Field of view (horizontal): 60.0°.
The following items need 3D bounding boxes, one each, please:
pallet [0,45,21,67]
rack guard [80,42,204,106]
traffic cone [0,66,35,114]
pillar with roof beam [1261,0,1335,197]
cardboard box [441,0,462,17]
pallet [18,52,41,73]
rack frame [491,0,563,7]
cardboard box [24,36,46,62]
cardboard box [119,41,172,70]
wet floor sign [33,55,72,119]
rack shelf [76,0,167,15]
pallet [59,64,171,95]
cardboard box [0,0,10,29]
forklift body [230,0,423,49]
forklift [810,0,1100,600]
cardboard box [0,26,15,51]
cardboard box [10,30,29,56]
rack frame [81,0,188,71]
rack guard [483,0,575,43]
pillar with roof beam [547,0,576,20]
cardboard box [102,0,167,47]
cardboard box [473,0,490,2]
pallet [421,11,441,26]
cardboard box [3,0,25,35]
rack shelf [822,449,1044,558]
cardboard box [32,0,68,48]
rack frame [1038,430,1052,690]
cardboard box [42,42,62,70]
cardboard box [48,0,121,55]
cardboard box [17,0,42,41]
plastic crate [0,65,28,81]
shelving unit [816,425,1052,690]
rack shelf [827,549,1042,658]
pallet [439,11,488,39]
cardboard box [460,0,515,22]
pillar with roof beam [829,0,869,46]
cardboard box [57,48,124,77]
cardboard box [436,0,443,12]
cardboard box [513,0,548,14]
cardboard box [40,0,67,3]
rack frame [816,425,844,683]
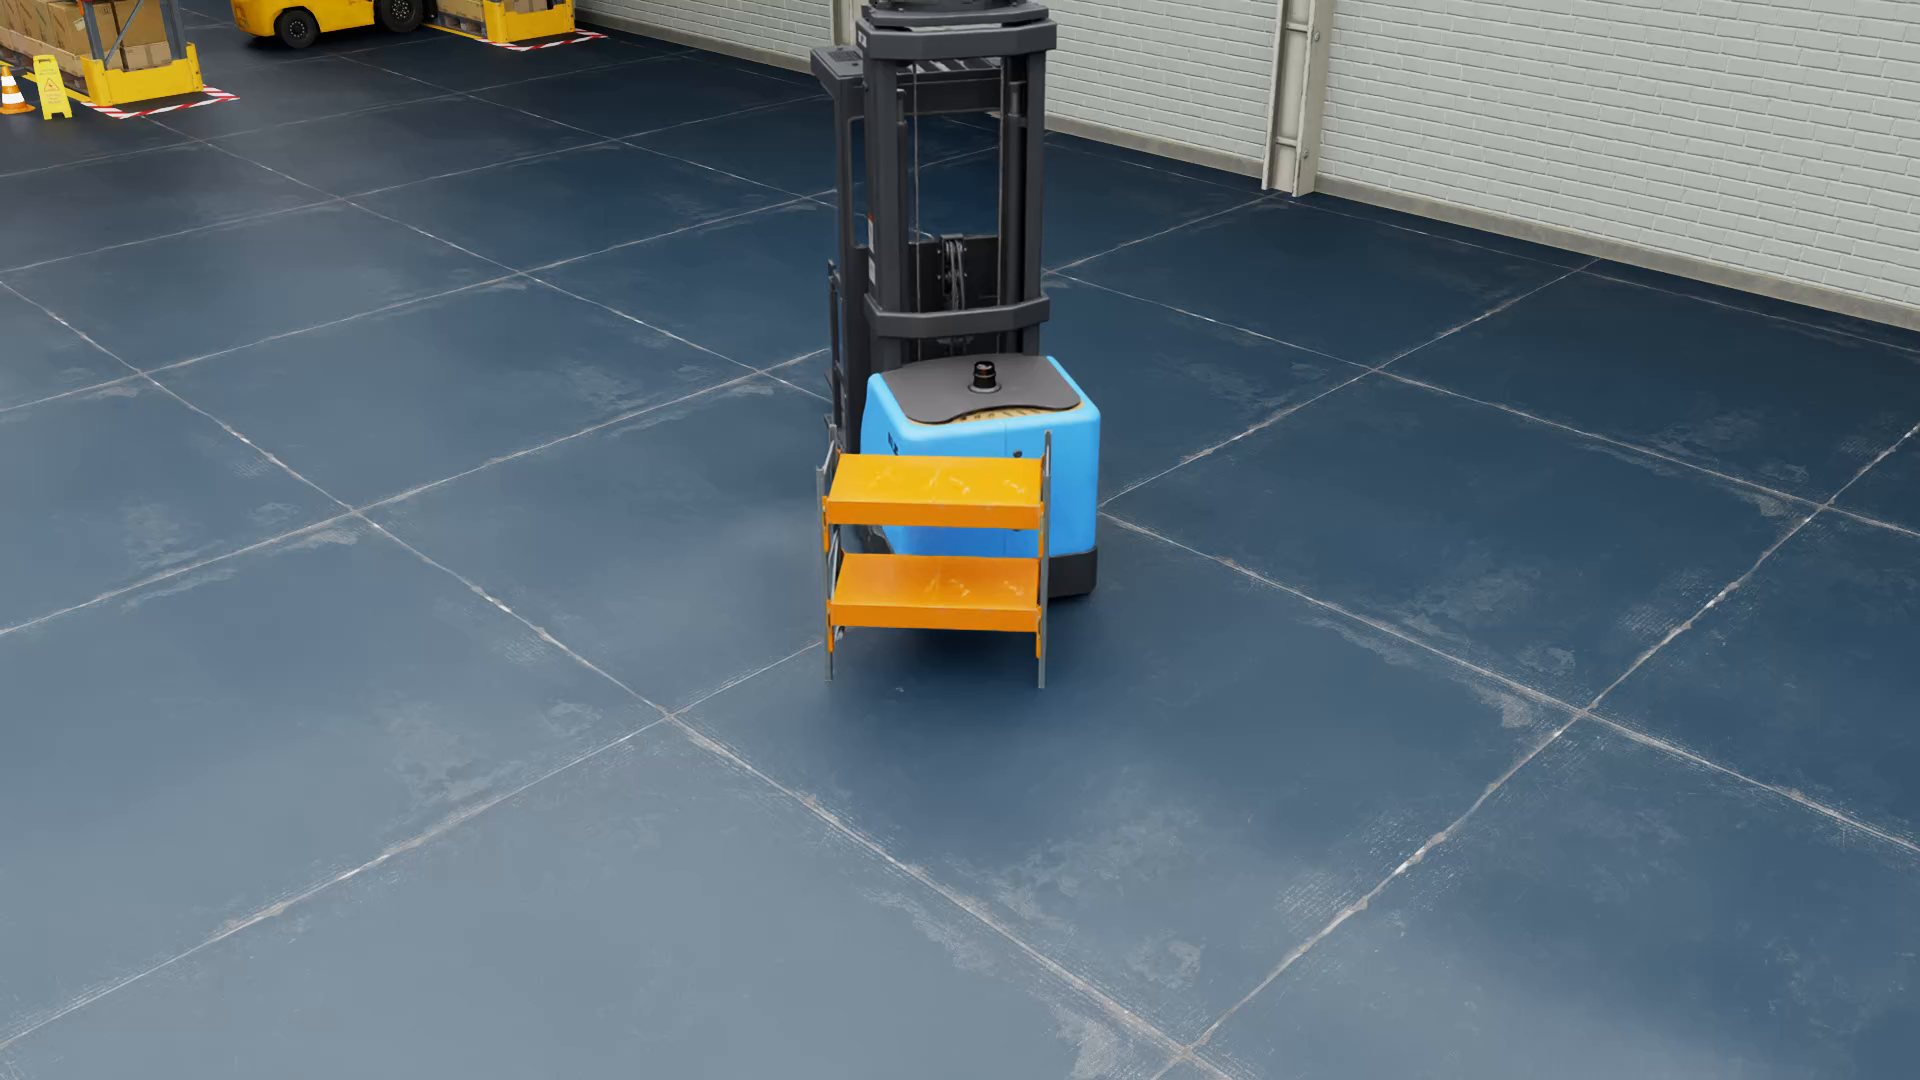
[{"bbox_3d":[-11.470,-6.187,20.790,1.213,0.211,1.003,25,36,38],"label":"pallet"},{"bbox_3d":[-9.176,-5.242,18.682,0.348,0.500,1.175,25,36,38],"label":"rack guard"},{"bbox_3d":[-10.333,-4.913,18.096,0.334,0.463,0.336,25,36,38],"label":"traffic cone"},{"bbox_3d":[0.030,-5.809,10.629,0.400,9.000,9.100,25,36,38],"label":"pillar with roof beam"},{"bbox_3d":[-6.549,-7.155,22.137,0.500,0.250,0.500,25,36,38],"label":"cardboard box"},{"bbox_3d":[-10.596,-5.789,20.032,1.213,0.211,1.003,25,36,38],"label":"pallet"},{"bbox_3d":[-5.644,-7.972,21.188,0.127,3.000,1.000,25,36,38],"label":"rack frame"},{"bbox_3d":[-10.627,-5.807,19.575,0.500,0.250,0.500,23,35,37],"label":"cardboard box"},{"bbox_3d":[-9.503,-5.647,19.270,0.500,0.250,0.500,24,36,38],"label":"cardboard box"},{"bbox_3d":[-9.736,-4.864,17.808,0.267,0.644,0.232,-13,30,-22],"label":"wet floor sign"},{"bbox_3d":[-10.548,-6.658,19.461,4.000,0.370,1.077,25,36,38],"label":"rack shelf"},{"bbox_3d":[-9.730,-5.391,19.276,1.213,0.211,1.003,25,36,38],"label":"pallet"},{"bbox_3d":[-11.352,-6.477,20.041,0.500,0.500,0.500,-24,36,-37],"label":"cardboard box"},{"bbox_3d":[-8.275,-7.610,21.411,1.214,2.155,2.313,25,36,38],"label":"forklift body"},{"bbox_3d":[-0.167,-1.586,9.117,1.130,2.935,3.031,-7,29,-13],"label":"forklift"},{"bbox_3d":[-11.354,-6.145,20.217,0.500,0.250,0.500,-23,35,-36],"label":"cardboard box"},{"bbox_3d":[-10.974,-5.973,19.889,0.500,0.250,0.500,24,36,38],"label":"cardboard box"},{"bbox_3d":[-9.122,-6.323,18.053,0.127,3.000,1.000,25,36,38],"label":"rack frame"},{"bbox_3d":[-5.627,-6.858,21.755,0.348,0.500,1.175,25,36,38],"label":"rack guard"},{"bbox_3d":[-8.527,-9.725,18.076,0.400,9.000,9.100,25,36,38],"label":"pillar with roof beam"},{"bbox_3d":[-9.520,-5.987,19.110,0.500,0.500,0.500,23,36,37],"label":"cardboard box"},{"bbox_3d":[-6.210,-7.217,21.719,0.500,0.250,0.500,24,36,38],"label":"cardboard box"},{"bbox_3d":[-7.085,-7.371,23.042,1.213,0.211,1.003,25,36,38],"label":"pallet"},{"bbox_3d":[-10.984,-6.307,19.719,0.500,0.500,0.500,-23,35,-37],"label":"cardboard box"},{"bbox_3d":[-0.107,-0.176,7.747,1.000,0.278,0.538,2,28,3],"label":"rack shelf"},{"bbox_3d":[-10.250,-5.968,19.075,0.500,0.500,0.500,-24,36,-37],"label":"cardboard box"},{"bbox_3d":[0.401,0.097,7.856,0.032,1.125,0.500,2,28,3],"label":"rack frame"},{"bbox_3d":[-10.250,-5.638,19.253,0.500,0.250,0.500,25,37,39],"label":"cardboard box"},{"bbox_3d":[-9.876,-5.799,18.753,0.500,0.500,0.500,25,37,39],"label":"cardboard box"},{"bbox_3d":[-10.605,-6.135,19.392,0.500,0.500,0.500,24,36,37],"label":"cardboard box"},{"bbox_3d":[-11.429,-5.552,19.723,0.583,0.080,0.402,12,30,22],"label":"plastic crate"},{"bbox_3d":[-0.107,0.083,7.884,1.048,1.125,0.538,2,28,3],"label":"shelving unit"},{"bbox_3d":[-0.107,0.299,7.998,1.000,0.278,0.538,2,28,3],"label":"rack shelf"},{"bbox_3d":[-6.219,-6.973,22.285,1.213,0.211,1.003,25,36,38],"label":"pallet"},{"bbox_3d":[-6.201,-6.989,21.822,0.500,0.250,0.500,25,37,39],"label":"cardboard box"},{"bbox_3d":[-4.249,-7.767,14.352,0.400,9.000,9.100,25,36,38],"label":"pillar with roof beam"},{"bbox_3d":[-9.904,-5.475,18.942,0.500,0.250,0.500,24,36,38],"label":"cardboard box"},{"bbox_3d":[-6.899,-7.321,22.453,0.500,0.250,0.500,-25,37,-39],"label":"cardboard box"},{"bbox_3d":[-5.857,-7.166,22.158,0.500,0.250,0.500,25,37,39],"label":"cardboard box"},{"bbox_3d":[-10.184,-6.184,18.788,0.380,0.149,0.250,-24,36,-38],"label":"cardboard box"},{"bbox_3d":[-0.614,0.069,7.911,0.032,1.125,0.500,2,28,3],"label":"rack frame"}]
